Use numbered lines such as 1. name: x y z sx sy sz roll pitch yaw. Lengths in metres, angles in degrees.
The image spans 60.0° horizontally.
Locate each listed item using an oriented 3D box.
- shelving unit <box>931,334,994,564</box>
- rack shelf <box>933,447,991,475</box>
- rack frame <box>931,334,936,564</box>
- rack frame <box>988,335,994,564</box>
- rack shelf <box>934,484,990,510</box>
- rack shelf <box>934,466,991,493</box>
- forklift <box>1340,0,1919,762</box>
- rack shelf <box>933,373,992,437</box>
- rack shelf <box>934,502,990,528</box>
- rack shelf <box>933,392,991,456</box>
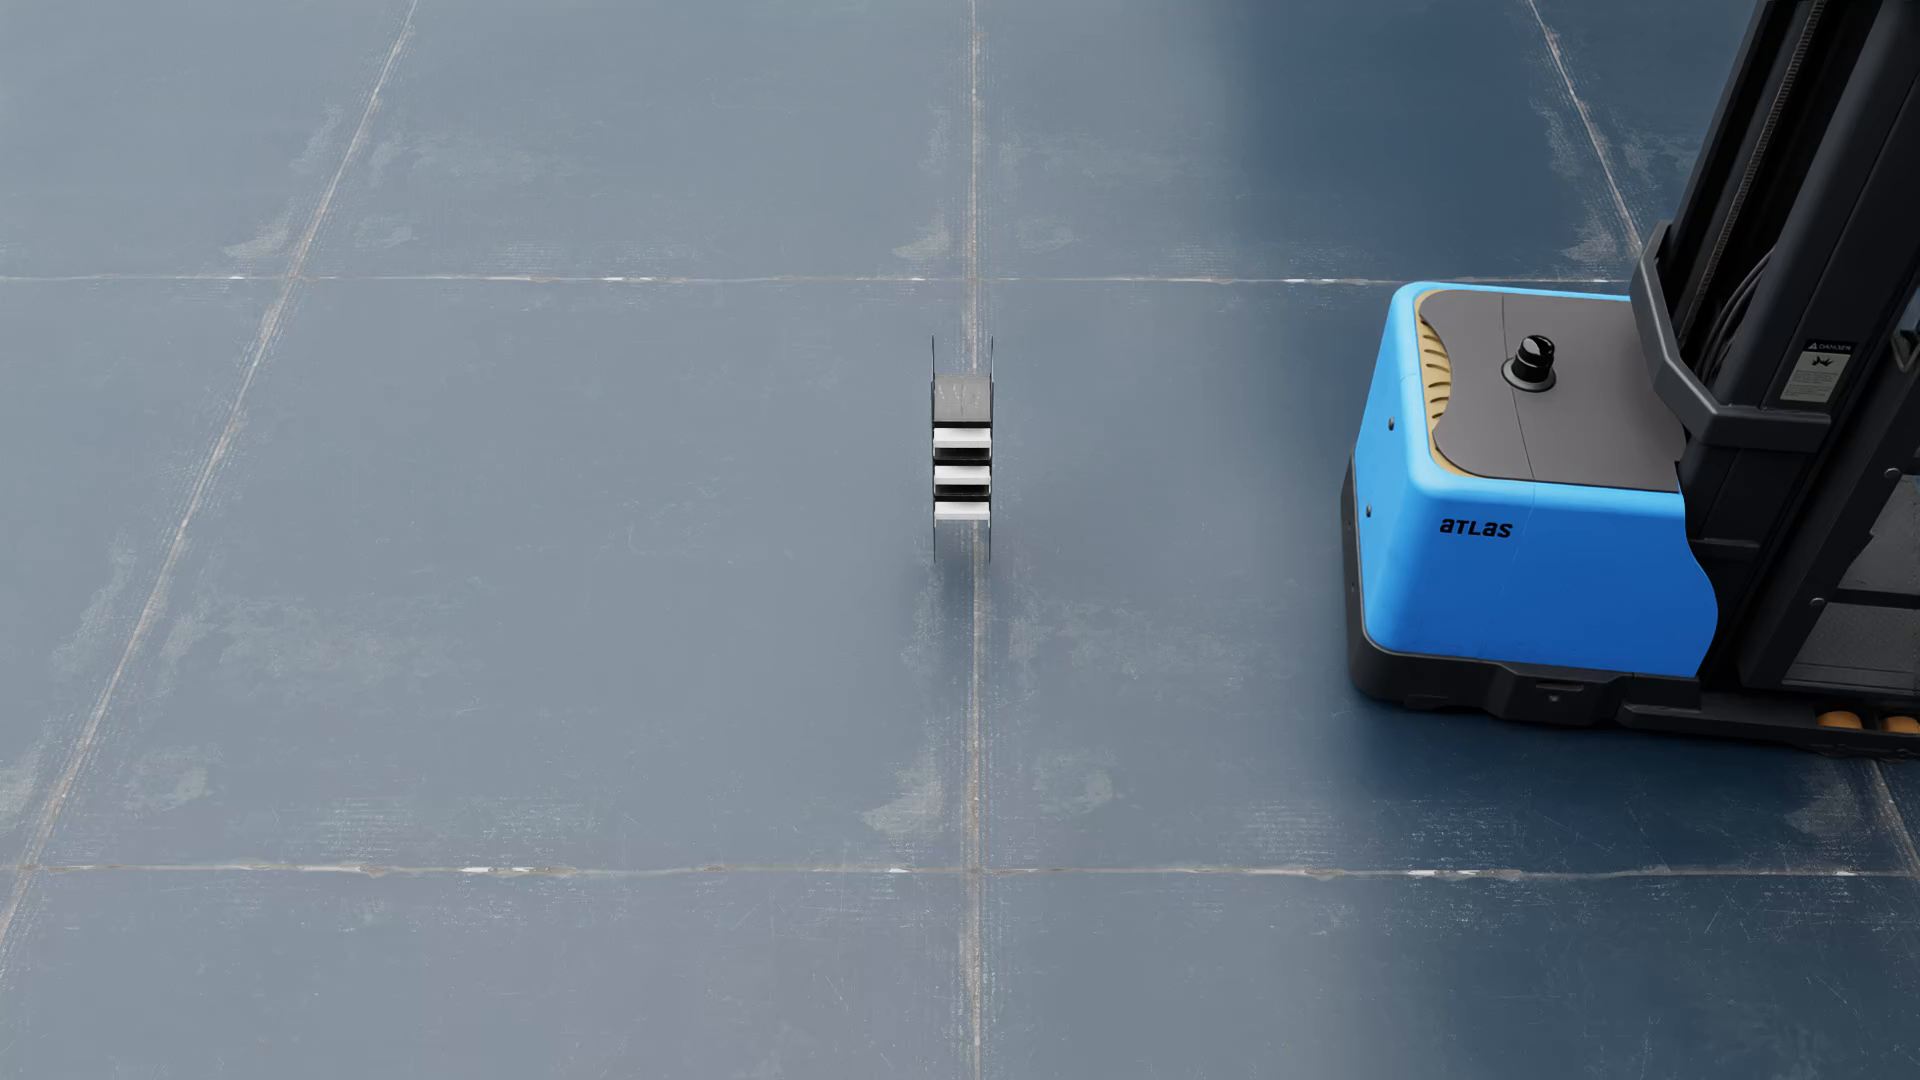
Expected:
1. shelving unit: 0.008 -0.307 5.921 0.210 0.900 0.258 0 47 0
2. rack shelf: 0.008 -0.345 5.879 0.200 0.077 0.258 0 47 0
3. rack frame: -0.094 -0.307 5.921 0.006 0.900 0.240 0 47 0
4. rack frame: 0.110 -0.306 5.920 0.006 0.900 0.240 0 47 0
5. rack shelf: 0.008 -0.223 6.011 0.200 0.077 0.258 0 47 0
6. rack shelf: 0.008 -0.284 5.945 0.200 0.077 0.258 0 47 0
7. forklift: 2.896 -0.671 4.872 3.031 2.935 1.130 5 47 5
8. rack shelf: 0.008 -0.468 5.747 0.200 0.077 0.258 0 47 0
9. rack shelf: 0.008 -0.161 6.077 0.200 0.077 0.258 0 47 0
10. rack shelf: 0.008 -0.406 5.813 0.200 0.077 0.258 0 47 0
